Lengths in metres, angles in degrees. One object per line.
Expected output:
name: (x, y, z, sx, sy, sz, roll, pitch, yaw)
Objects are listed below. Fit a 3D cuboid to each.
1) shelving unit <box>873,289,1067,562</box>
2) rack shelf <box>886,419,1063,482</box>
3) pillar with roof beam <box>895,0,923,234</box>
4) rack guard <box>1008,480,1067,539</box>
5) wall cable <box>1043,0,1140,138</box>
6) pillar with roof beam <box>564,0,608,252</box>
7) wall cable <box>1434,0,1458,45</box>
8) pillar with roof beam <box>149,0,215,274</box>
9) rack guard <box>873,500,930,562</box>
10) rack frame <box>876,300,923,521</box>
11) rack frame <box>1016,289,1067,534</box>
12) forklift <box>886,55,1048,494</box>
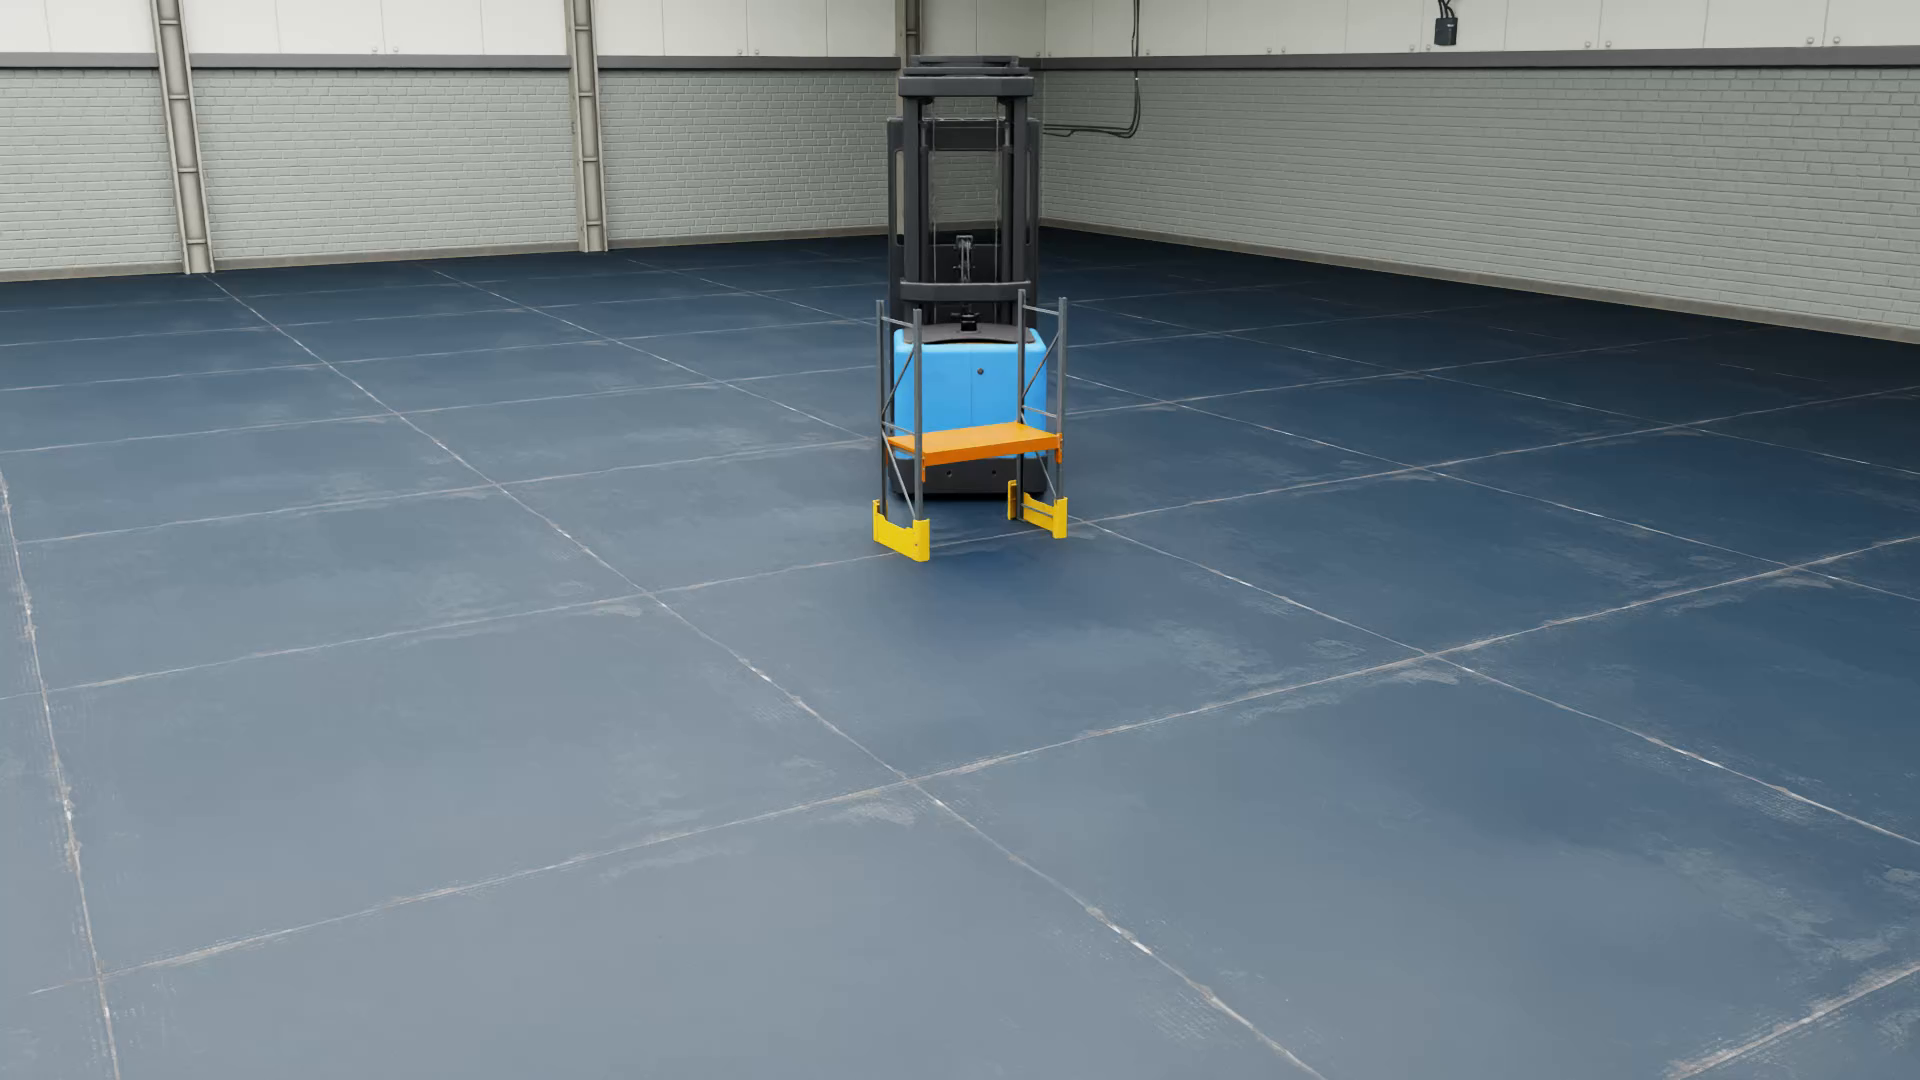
shelving unit: (0.065, -0.733, 10.245, 1.083, 1.500, 0.587, -9, 18, -30)
rack shelf: (0.073, -0.561, 10.298, 1.000, 0.185, 0.538, -9, 18, -30)
pillar with roof beam: (1.314, -8.943, 25.641, 0.400, 9.000, 9.100, -9, 18, -30)
rack guard: (0.492, -0.200, 10.661, 0.087, 0.250, 0.587, -9, 18, -30)
wall cable: (2.303, -8.547, 29.983, 0.112, 2.526, 3.097, -9, 18, -30)
pillar with roof beam: (-3.829, -8.109, 22.665, 0.400, 9.000, 9.100, -9, 18, -30)
wall cable: (7.178, -9.481, 21.261, 0.169, 6.003, 2.305, -9, 18, -30)
pillar with roof beam: (-8.973, -7.275, 19.690, 0.400, 9.000, 9.100, -9, 18, -30)
rack guard: (-0.362, -0.062, 10.167, 0.087, 0.250, 0.587, -9, 18, -30)
rack frame: (-0.363, -0.663, 9.998, 0.032, 1.500, 0.500, -9, 18, -30)
rack frame: (0.509, -0.805, 10.502, 0.032, 1.500, 0.500, -9, 18, -30)
forklift: (0.011, -2.067, 12.355, 1.130, 2.935, 3.031, -1, 16, -2)
